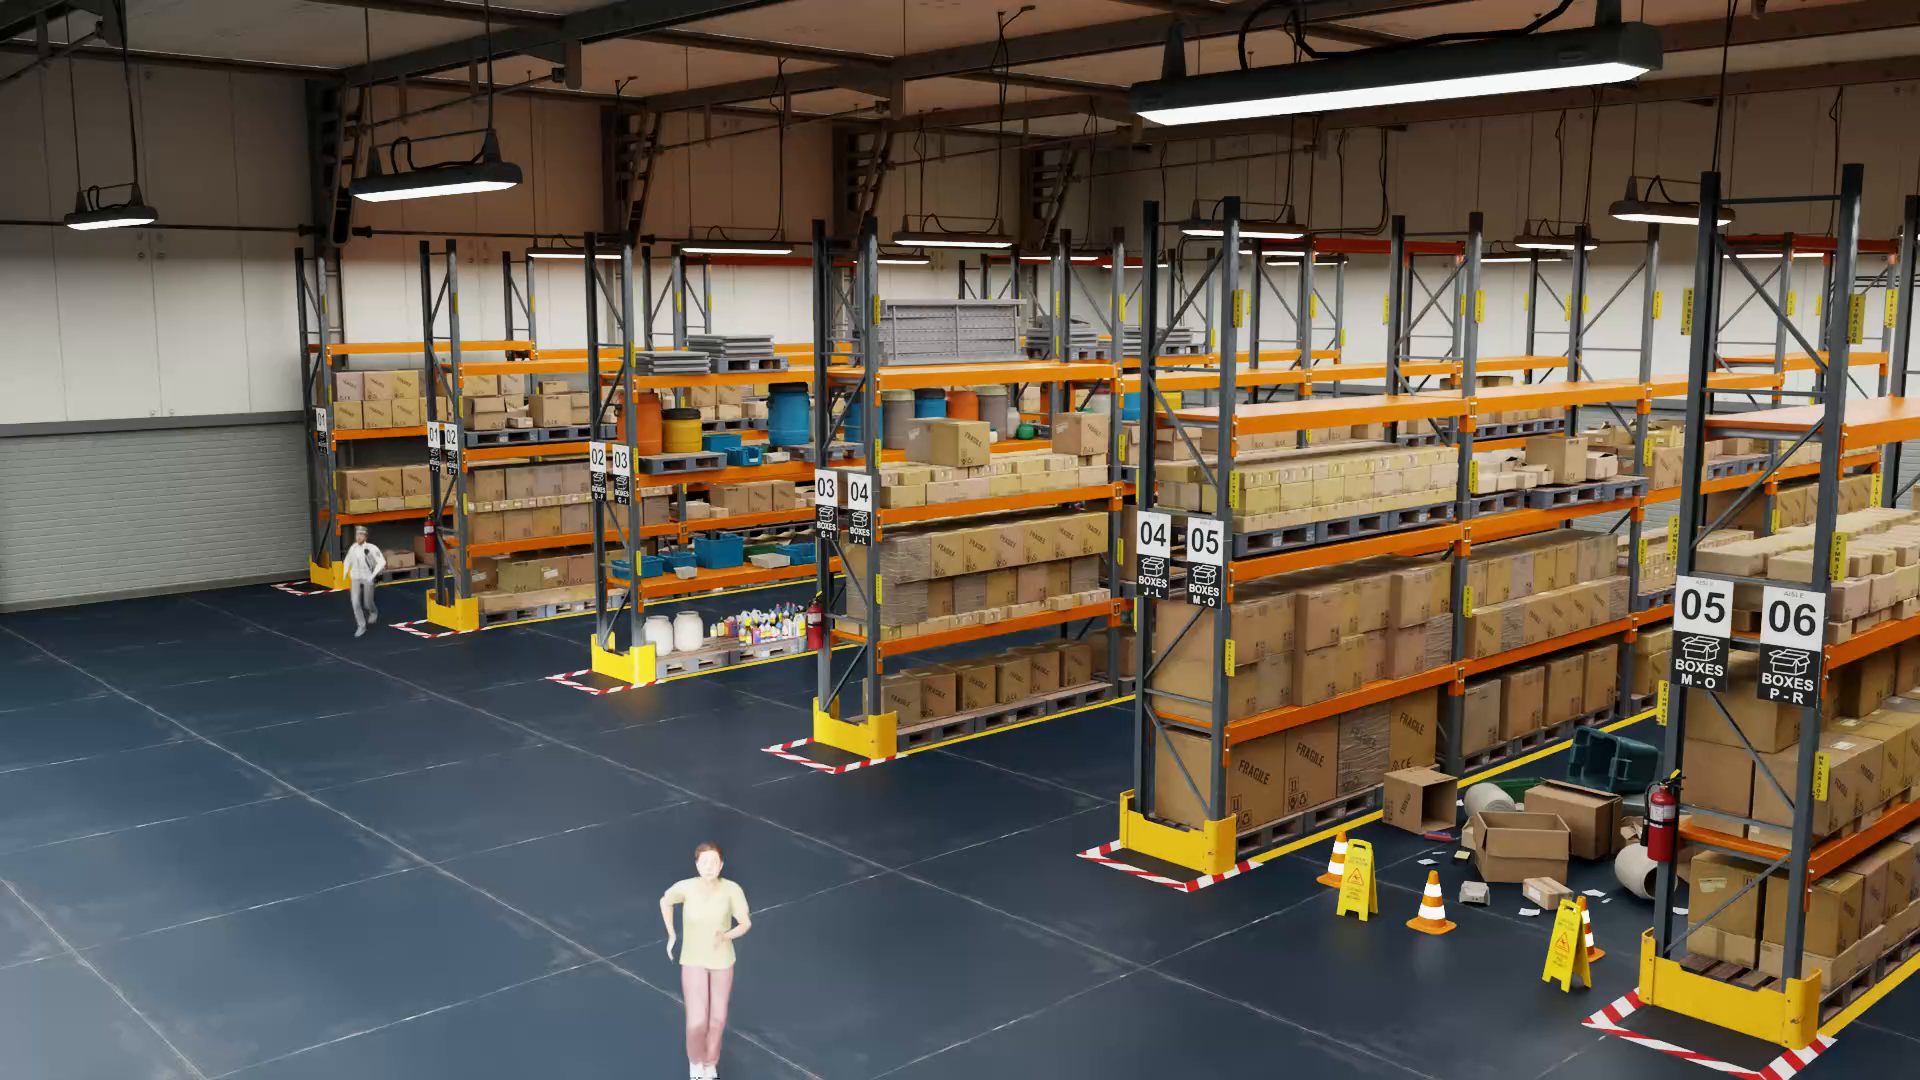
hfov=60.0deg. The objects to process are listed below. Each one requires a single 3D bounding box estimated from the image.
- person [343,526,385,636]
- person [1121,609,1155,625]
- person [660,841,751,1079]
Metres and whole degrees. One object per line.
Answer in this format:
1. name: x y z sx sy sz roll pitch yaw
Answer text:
1. person: -9.184 0.605 25.661 0.665 1.690 0.715 0 8 -2
2. person: 2.541 0.427 24.453 0.777 1.801 0.701 -8 11 -42
3. person: -1.637 2.766 10.816 0.564 1.637 0.597 -2 9 -14
